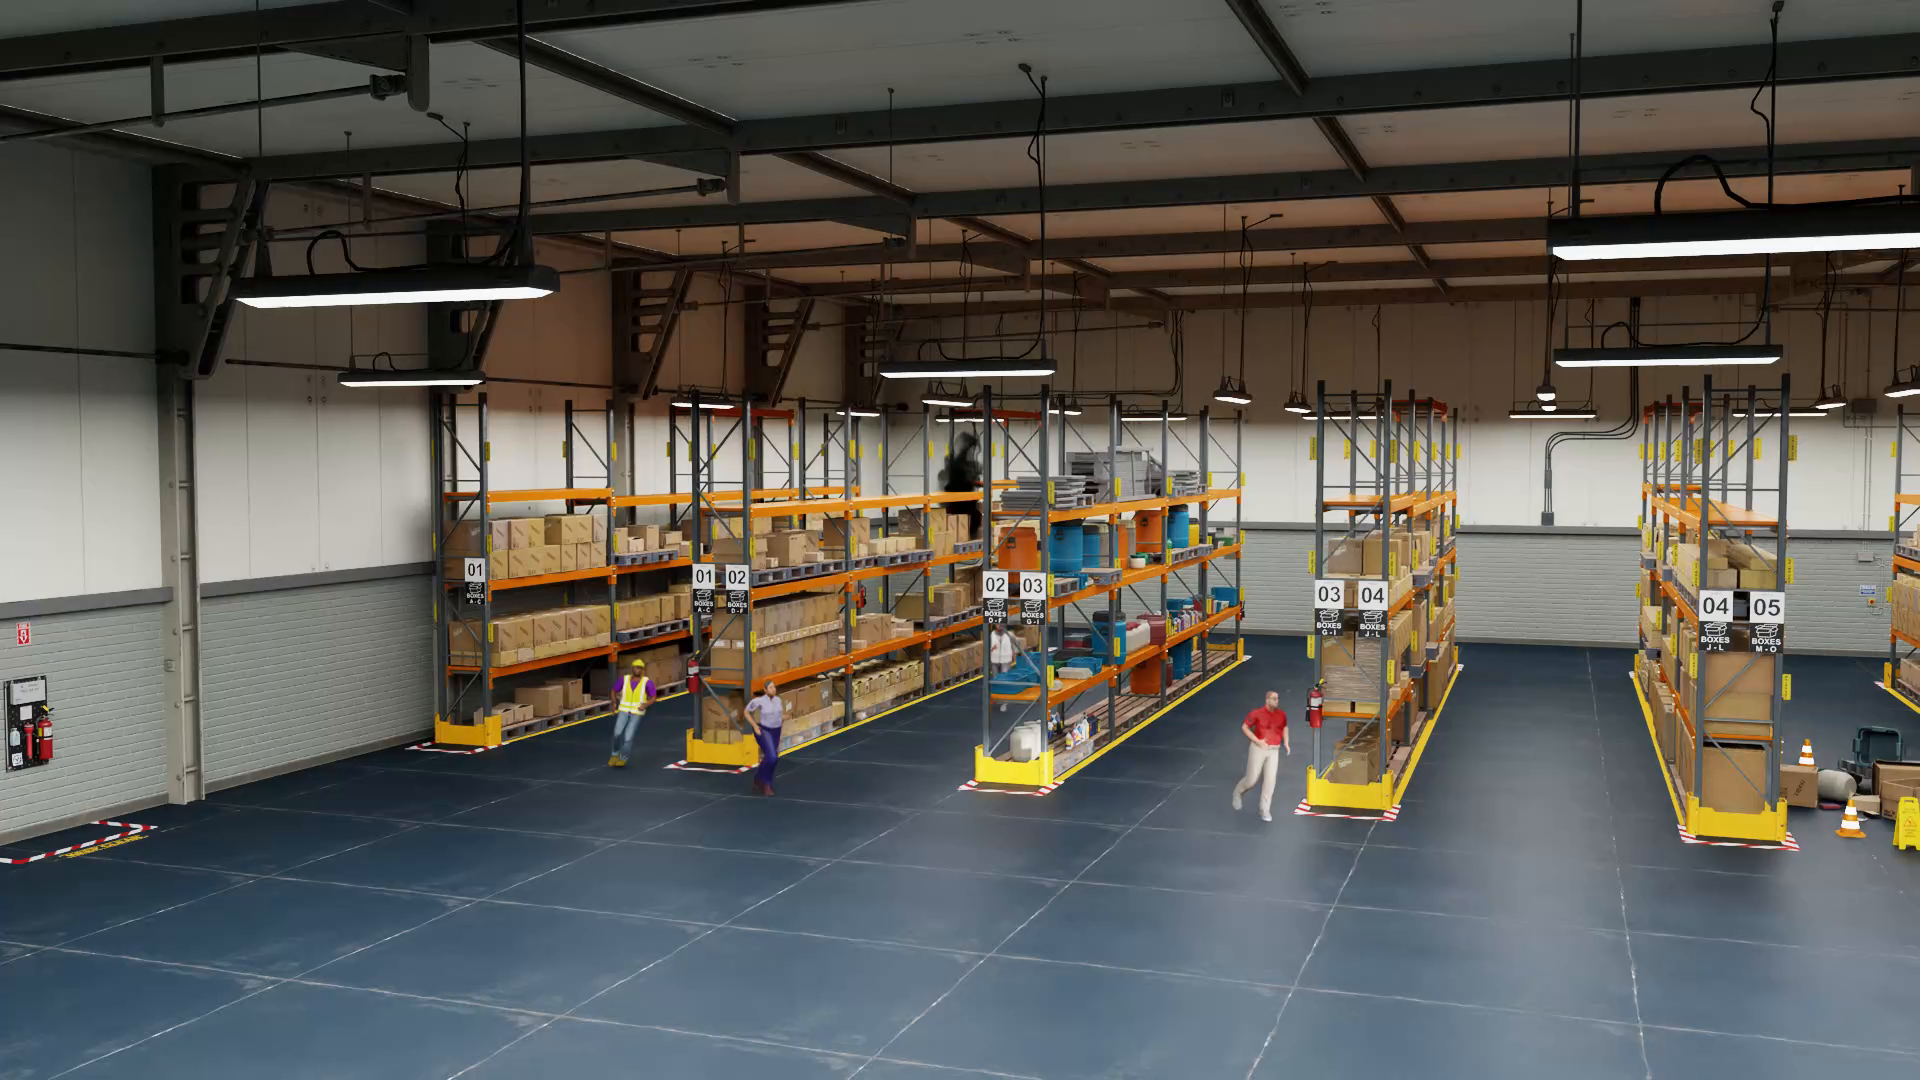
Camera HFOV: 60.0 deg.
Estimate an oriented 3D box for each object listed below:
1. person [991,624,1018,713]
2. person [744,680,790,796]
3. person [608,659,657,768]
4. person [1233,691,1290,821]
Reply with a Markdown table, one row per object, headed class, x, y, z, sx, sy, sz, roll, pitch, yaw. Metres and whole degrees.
| class | x | y | z | sx | sy | sz | roll | pitch | yaw |
| --- | --- | --- | --- | --- | --- | --- | --- | --- | --- |
| person | 0.780 | 2.388 | 32.256 | 0.658 | 1.829 | 0.828 | 0 | 3 | 8 |
| person | -2.790 | 2.899 | 24.352 | 0.707 | 1.697 | 0.581 | 2 | 4 | 39 |
| person | -5.209 | 2.758 | 26.387 | 0.761 | 1.715 | 0.548 | 0 | 3 | -2 |
| person | 4.225 | 2.929 | 22.884 | 0.740 | 1.705 | 0.881 | -1 | 3 | -16 |
